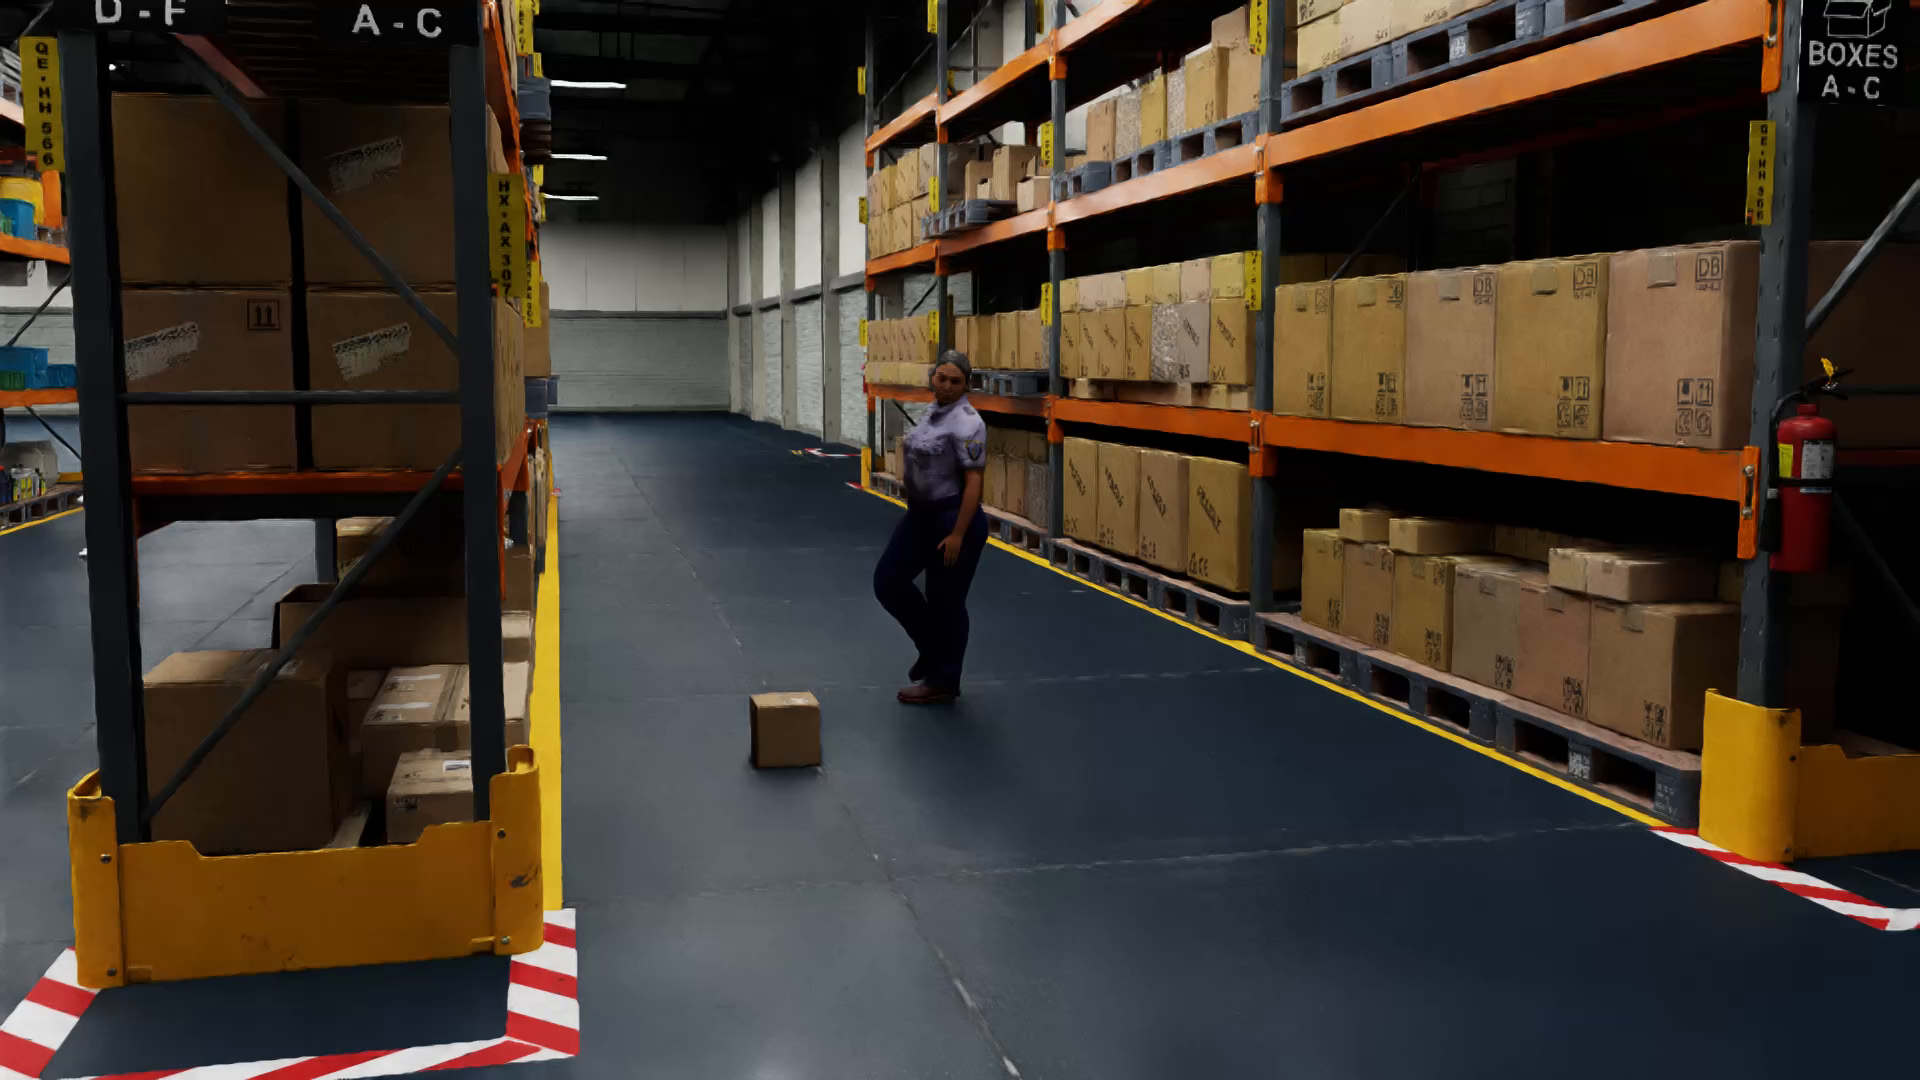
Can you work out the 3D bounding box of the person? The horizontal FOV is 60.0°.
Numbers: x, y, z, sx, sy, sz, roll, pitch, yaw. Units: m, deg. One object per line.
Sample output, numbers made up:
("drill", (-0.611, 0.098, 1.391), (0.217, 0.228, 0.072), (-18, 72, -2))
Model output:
("person", (-0.143, -0.051, 7.676), (0.453, 1.643, 0.694), (-3, 7, -23))
